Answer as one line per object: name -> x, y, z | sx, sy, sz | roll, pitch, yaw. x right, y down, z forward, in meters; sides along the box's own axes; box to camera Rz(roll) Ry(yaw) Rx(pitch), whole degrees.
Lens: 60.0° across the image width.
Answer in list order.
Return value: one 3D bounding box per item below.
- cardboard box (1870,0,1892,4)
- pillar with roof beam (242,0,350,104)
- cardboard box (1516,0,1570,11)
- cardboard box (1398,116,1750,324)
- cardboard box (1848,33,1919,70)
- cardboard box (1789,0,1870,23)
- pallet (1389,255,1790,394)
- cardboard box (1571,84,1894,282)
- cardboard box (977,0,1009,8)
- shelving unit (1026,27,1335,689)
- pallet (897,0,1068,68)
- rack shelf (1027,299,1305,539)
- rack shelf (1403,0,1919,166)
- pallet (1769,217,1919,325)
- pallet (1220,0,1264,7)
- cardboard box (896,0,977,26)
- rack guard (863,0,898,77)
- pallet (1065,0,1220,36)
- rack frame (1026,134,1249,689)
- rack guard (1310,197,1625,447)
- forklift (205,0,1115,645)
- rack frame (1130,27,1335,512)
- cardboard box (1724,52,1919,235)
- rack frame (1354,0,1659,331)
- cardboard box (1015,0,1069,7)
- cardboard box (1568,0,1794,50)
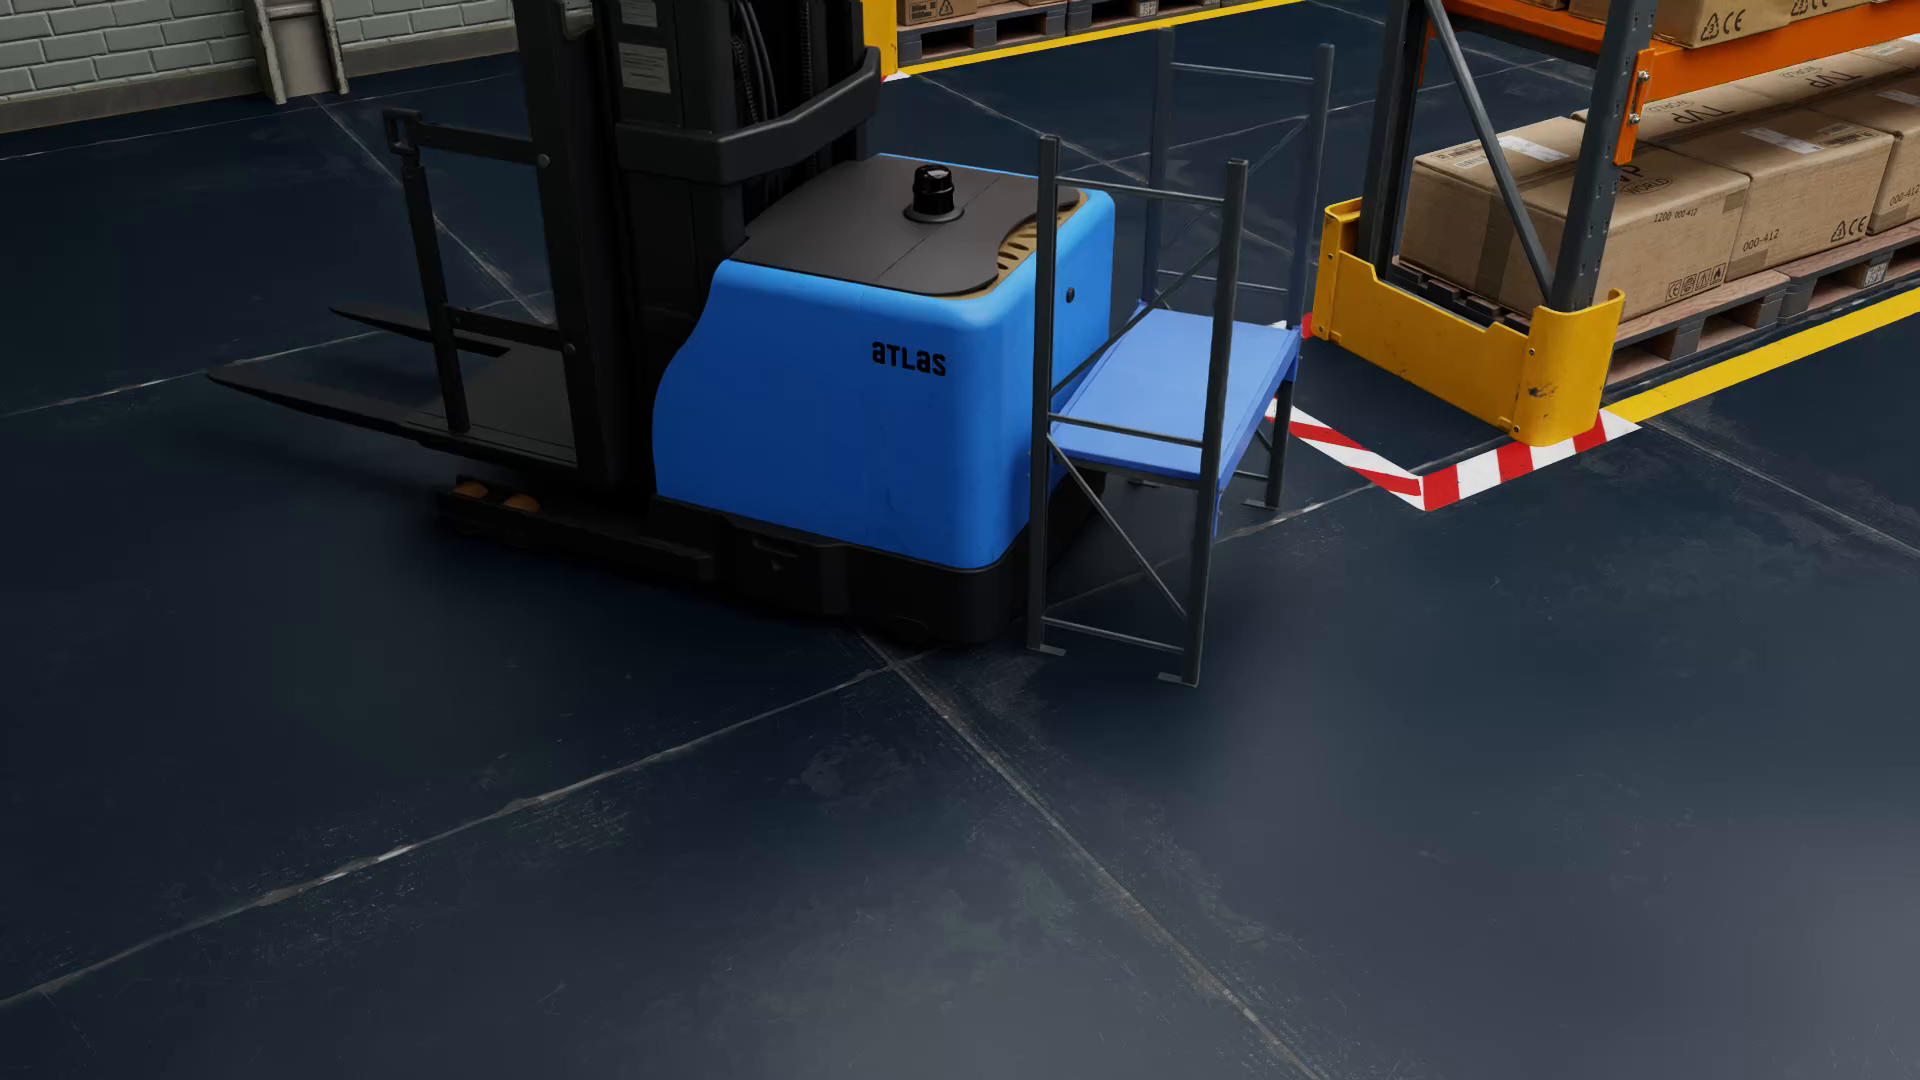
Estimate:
cardboard box -> 3.244, -2.245, 5.904 | 0.500, 0.500, 0.500 | -19, 37, -28
pillar with roof beam -> -1.277, -4.352, 3.714 | 0.400, 9.000, 9.100 | -19, 37, -27
cardboard box -> 2.100, -2.196, 5.826 | 0.500, 0.500, 0.500 | -19, 37, -27
cardboard box -> 2.338, -1.225, 6.388 | 0.875, 0.438, 0.875 | -20, 38, -29
cardboard box -> 4.614, -2.012, 7.636 | 0.875, 0.438, 0.875 | -20, 37, -28
cardboard box -> 2.807, -2.106, 5.684 | 0.500, 0.500, 0.500 | -20, 37, -28
pallet -> 2.467, -0.982, 6.609 | 1.213, 0.211, 1.003 | -19, 37, -27
cardboard box -> 3.103, -1.493, 6.814 | 0.875, 0.438, 0.875 | -18, 36, -26
cardboard box -> 0.089, -3.332, 9.999 | 0.250, 0.149, 0.380 | -21, 38, -29
shelving unit -> 0.615, -0.531, 4.686 | 0.538, 1.500, 1.048 | 12, 34, 18
pallet -> -0.121, -3.194, 10.115 | 1.213, 0.211, 1.003 | -19, 37, -27
rack shelf -> 0.615, -0.379, 4.782 | 0.538, 0.185, 1.000 | 12, 34, 18
rack shelf -> 3.519, -2.169, 6.552 | 4.000, 0.370, 1.077 | -19, 37, -27
pallet -> 3.492, -1.333, 7.165 | 1.213, 0.211, 1.003 | -19, 37, -27
pallet -> 1.930, -3.899, 11.233 | 1.213, 0.211, 1.003 | -19, 37, -27
cardboard box -> -0.289, -3.376, 9.737 | 0.637, 0.503, 0.797 | -21, 38, -29
rack guard -> -0.791, -3.085, 9.672 | 0.348, 0.500, 1.175 | -19, 37, -27
pallet -> 0.903, -3.544, 10.671 | 1.213, 0.211, 1.003 | -19, 37, -27
rack frame -> 0.426, -0.279, 4.287 | 0.500, 1.500, 0.032 | 12, 34, 18
rack guard -> 1.818, -0.831, 6.099 | 0.348, 0.500, 1.175 | -19, 37, -27
forklift -> -1.092, -1.456, 4.811 | 3.031, 2.935, 1.130 | 13, 35, 20
rack frame -> 0.804, -0.783, 5.085 | 0.500, 1.500, 0.032 | 12, 34, 18
cardboard box -> 3.862, -1.753, 7.226 | 0.875, 0.438, 0.875 | -20, 37, -29
rack frame -> 1.838, -1.895, 5.443 | 0.127, 3.000, 1.000 | -19, 37, -27
cardboard box -> 0.450, -3.605, 10.102 | 0.500, 0.500, 0.700 | -17, 36, -25
cardboard box -> 2.397, -1.948, 5.433 | 0.500, 0.500, 0.500 | -19, 37, -28
